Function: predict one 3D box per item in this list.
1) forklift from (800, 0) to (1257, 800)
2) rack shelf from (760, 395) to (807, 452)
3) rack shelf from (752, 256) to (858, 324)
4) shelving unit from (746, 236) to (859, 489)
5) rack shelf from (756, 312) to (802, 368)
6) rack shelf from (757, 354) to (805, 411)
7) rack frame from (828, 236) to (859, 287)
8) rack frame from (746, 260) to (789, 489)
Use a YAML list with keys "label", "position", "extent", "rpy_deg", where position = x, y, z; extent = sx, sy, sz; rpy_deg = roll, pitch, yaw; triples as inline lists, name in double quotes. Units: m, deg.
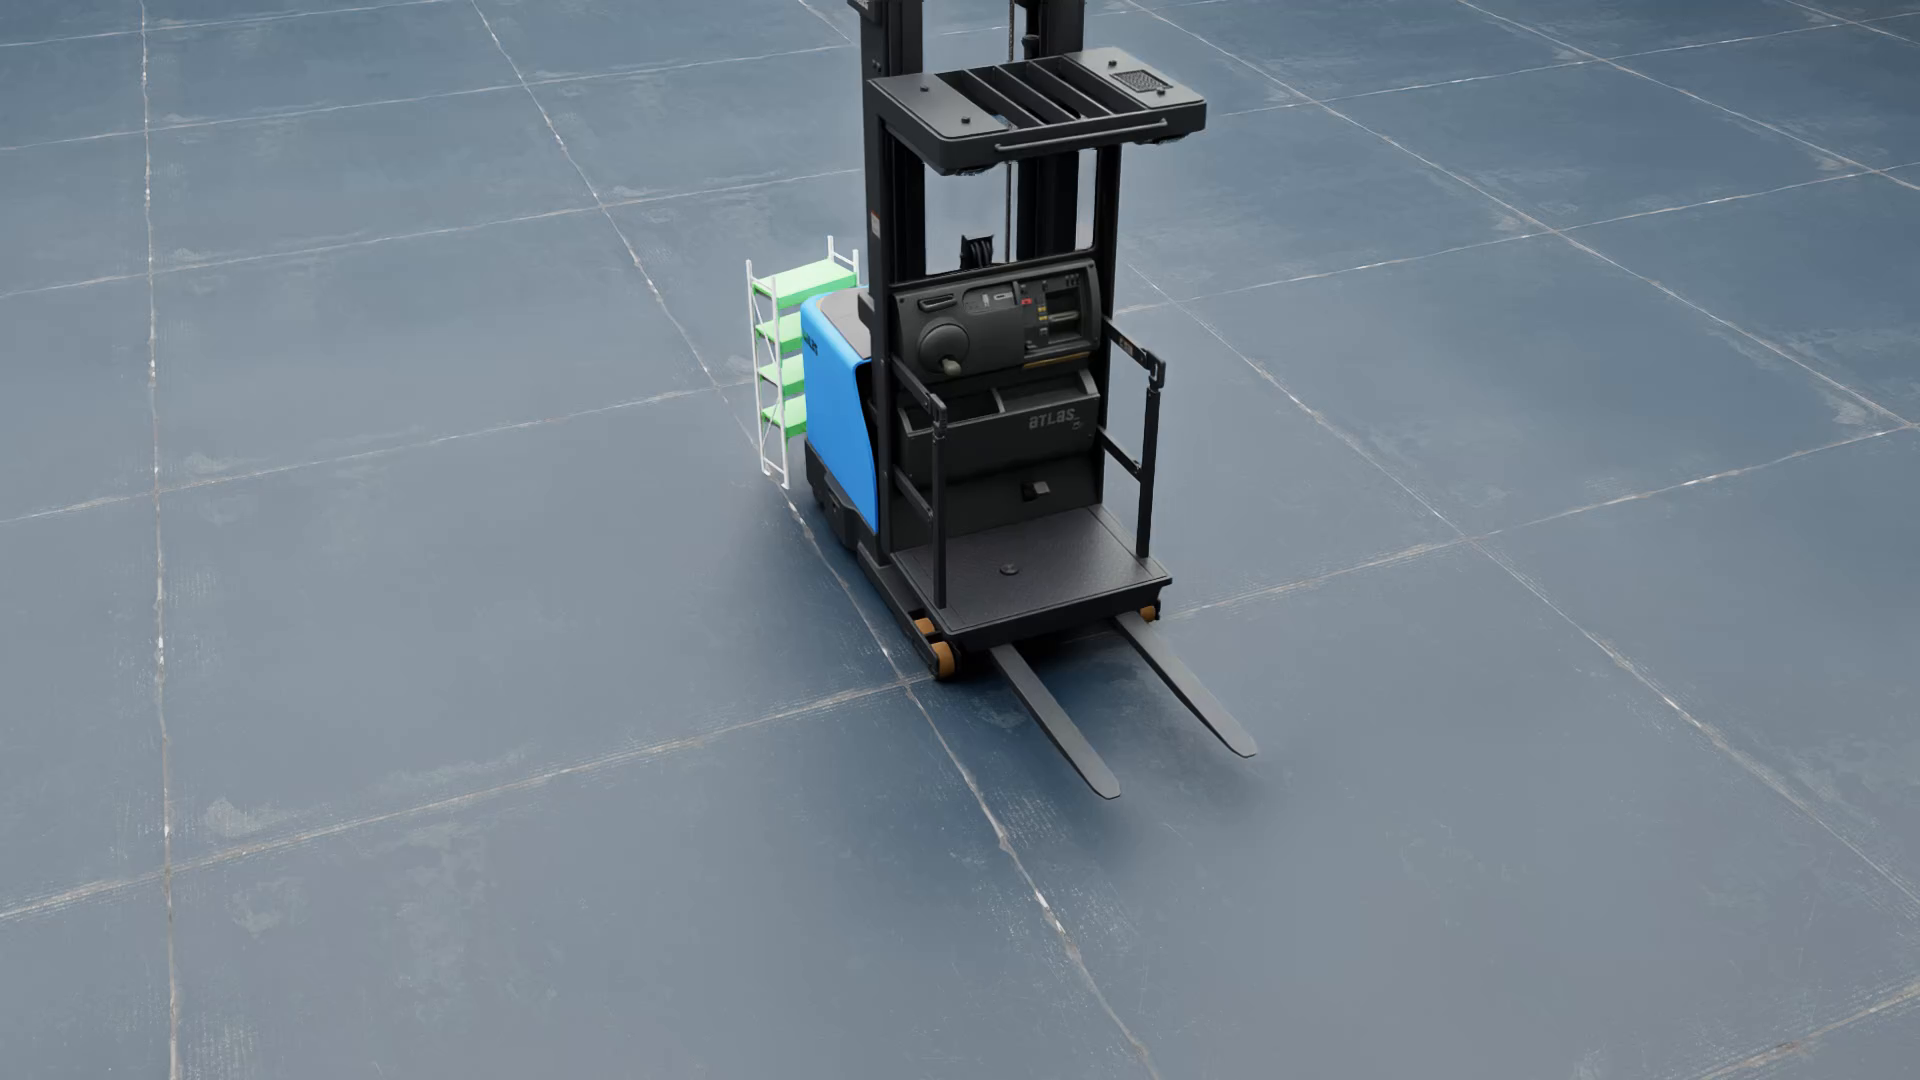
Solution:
- label: "forklift"
  position: [0.259, -0.884, 6.922]
  extent: [1.130, 2.935, 3.031]
  rpy_deg: [-13, 35, -20]
- label: "rack shelf"
  position: [-0.778, -0.647, 8.702]
  extent: [0.480, 0.148, 0.258]
  rpy_deg: [-24, 40, -32]
- label: "rack shelf"
  position: [-0.779, -1.251, 8.309]
  extent: [0.480, 0.148, 0.258]
  rpy_deg: [-24, 40, -32]
- label: "shelving unit"
  position: [-0.779, -0.902, 8.536]
  extent: [0.503, 1.200, 0.258]
  rpy_deg: [-24, 40, -32]
- label: "rack shelf"
  position: [-0.779, -1.050, 8.440]
  extent: [0.480, 0.148, 0.258]
  rpy_deg: [-24, 40, -32]
- label: "rack shelf"
  position: [-0.779, -0.849, 8.571]
  extent: [0.480, 0.148, 0.258]
  rpy_deg: [-24, 40, -32]
- label: "rack frame"
  position: [-0.588, -0.985, 8.664]
  extent: [0.015, 1.200, 0.240]
  rpy_deg: [-24, 40, -32]
- label: "rack frame"
  position: [-0.969, -0.819, 8.408]
  extent: [0.015, 1.200, 0.240]
  rpy_deg: [-24, 40, -32]
